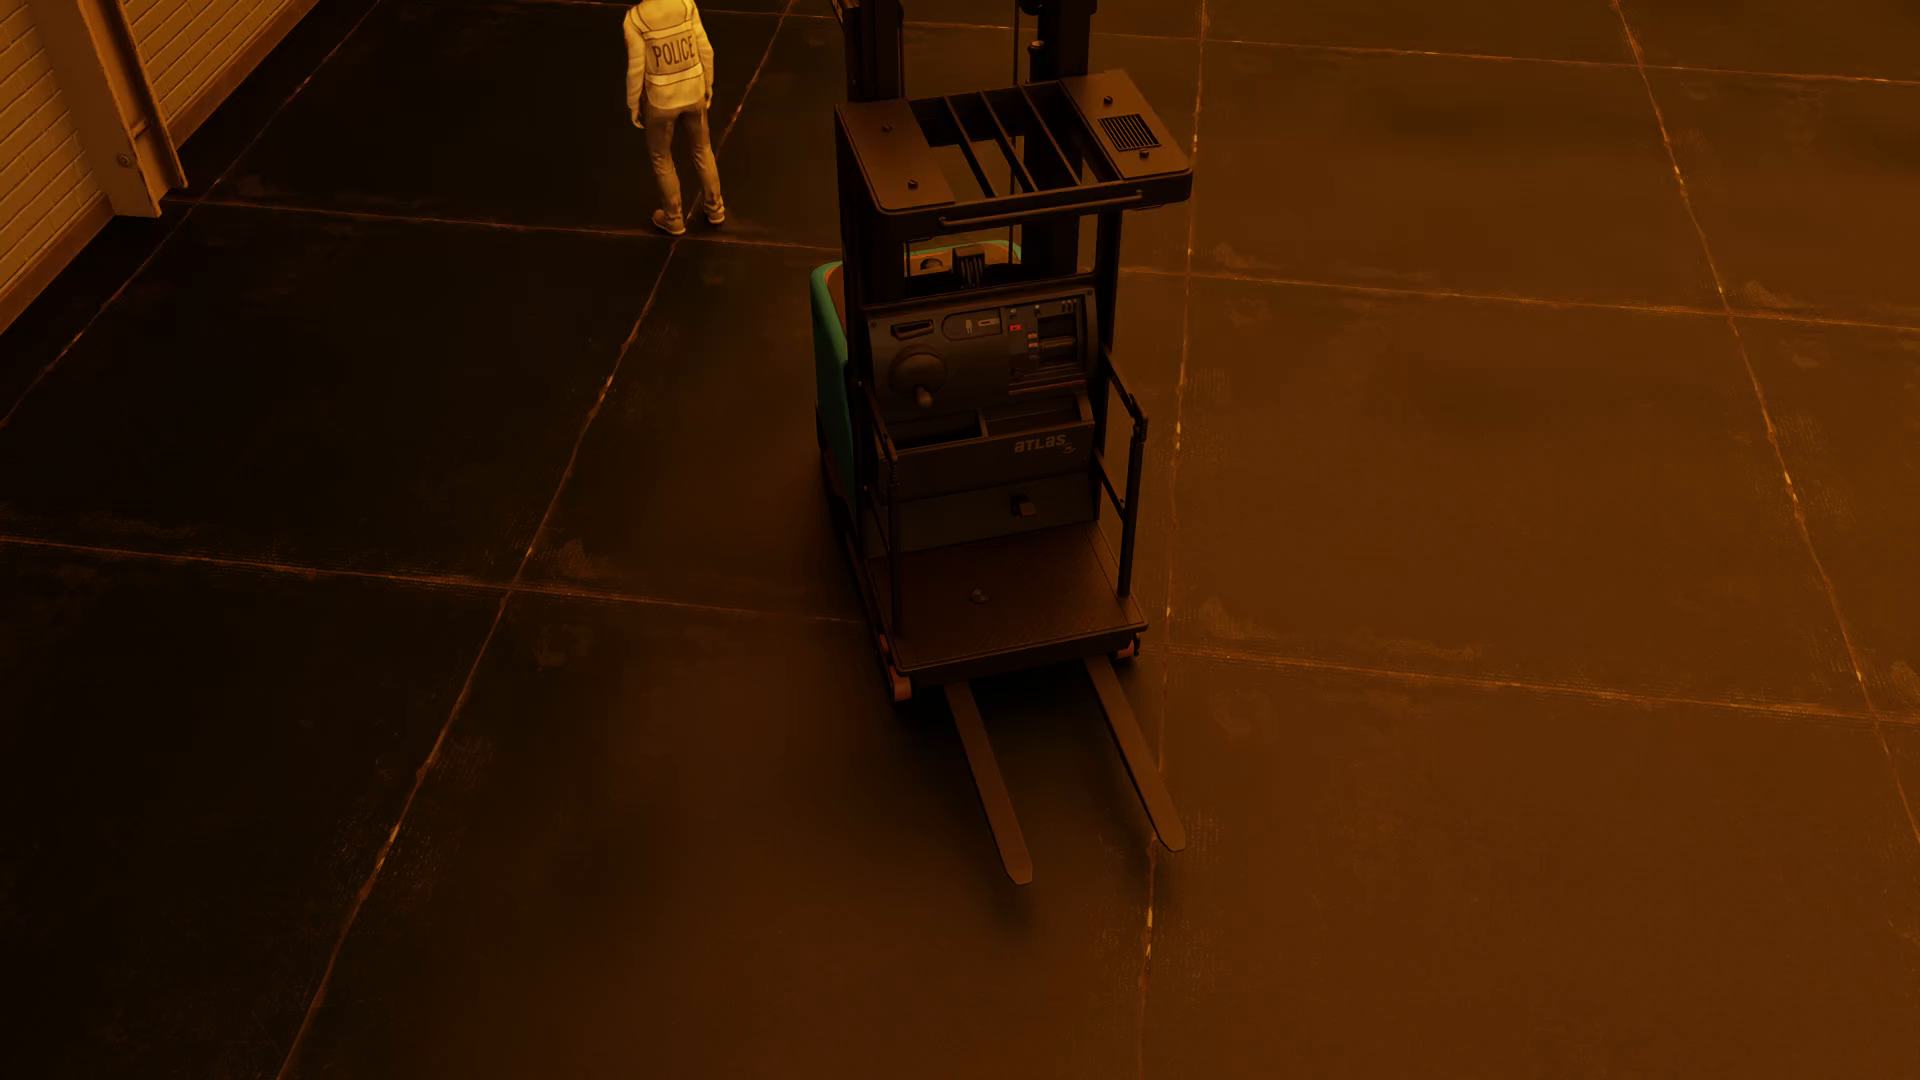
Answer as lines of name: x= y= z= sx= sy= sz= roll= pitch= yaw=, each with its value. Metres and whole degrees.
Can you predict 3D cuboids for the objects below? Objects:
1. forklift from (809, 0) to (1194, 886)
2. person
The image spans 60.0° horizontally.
forklift: x=0.153 y=-0.681 z=6.465 sx=1.130 sy=2.935 sz=3.031 roll=-10 pitch=44 yaw=-11
person: x=-1.628 y=-2.500 z=9.386 sx=0.536 sy=1.661 sz=0.373 roll=-23 pitch=47 yaw=-23
